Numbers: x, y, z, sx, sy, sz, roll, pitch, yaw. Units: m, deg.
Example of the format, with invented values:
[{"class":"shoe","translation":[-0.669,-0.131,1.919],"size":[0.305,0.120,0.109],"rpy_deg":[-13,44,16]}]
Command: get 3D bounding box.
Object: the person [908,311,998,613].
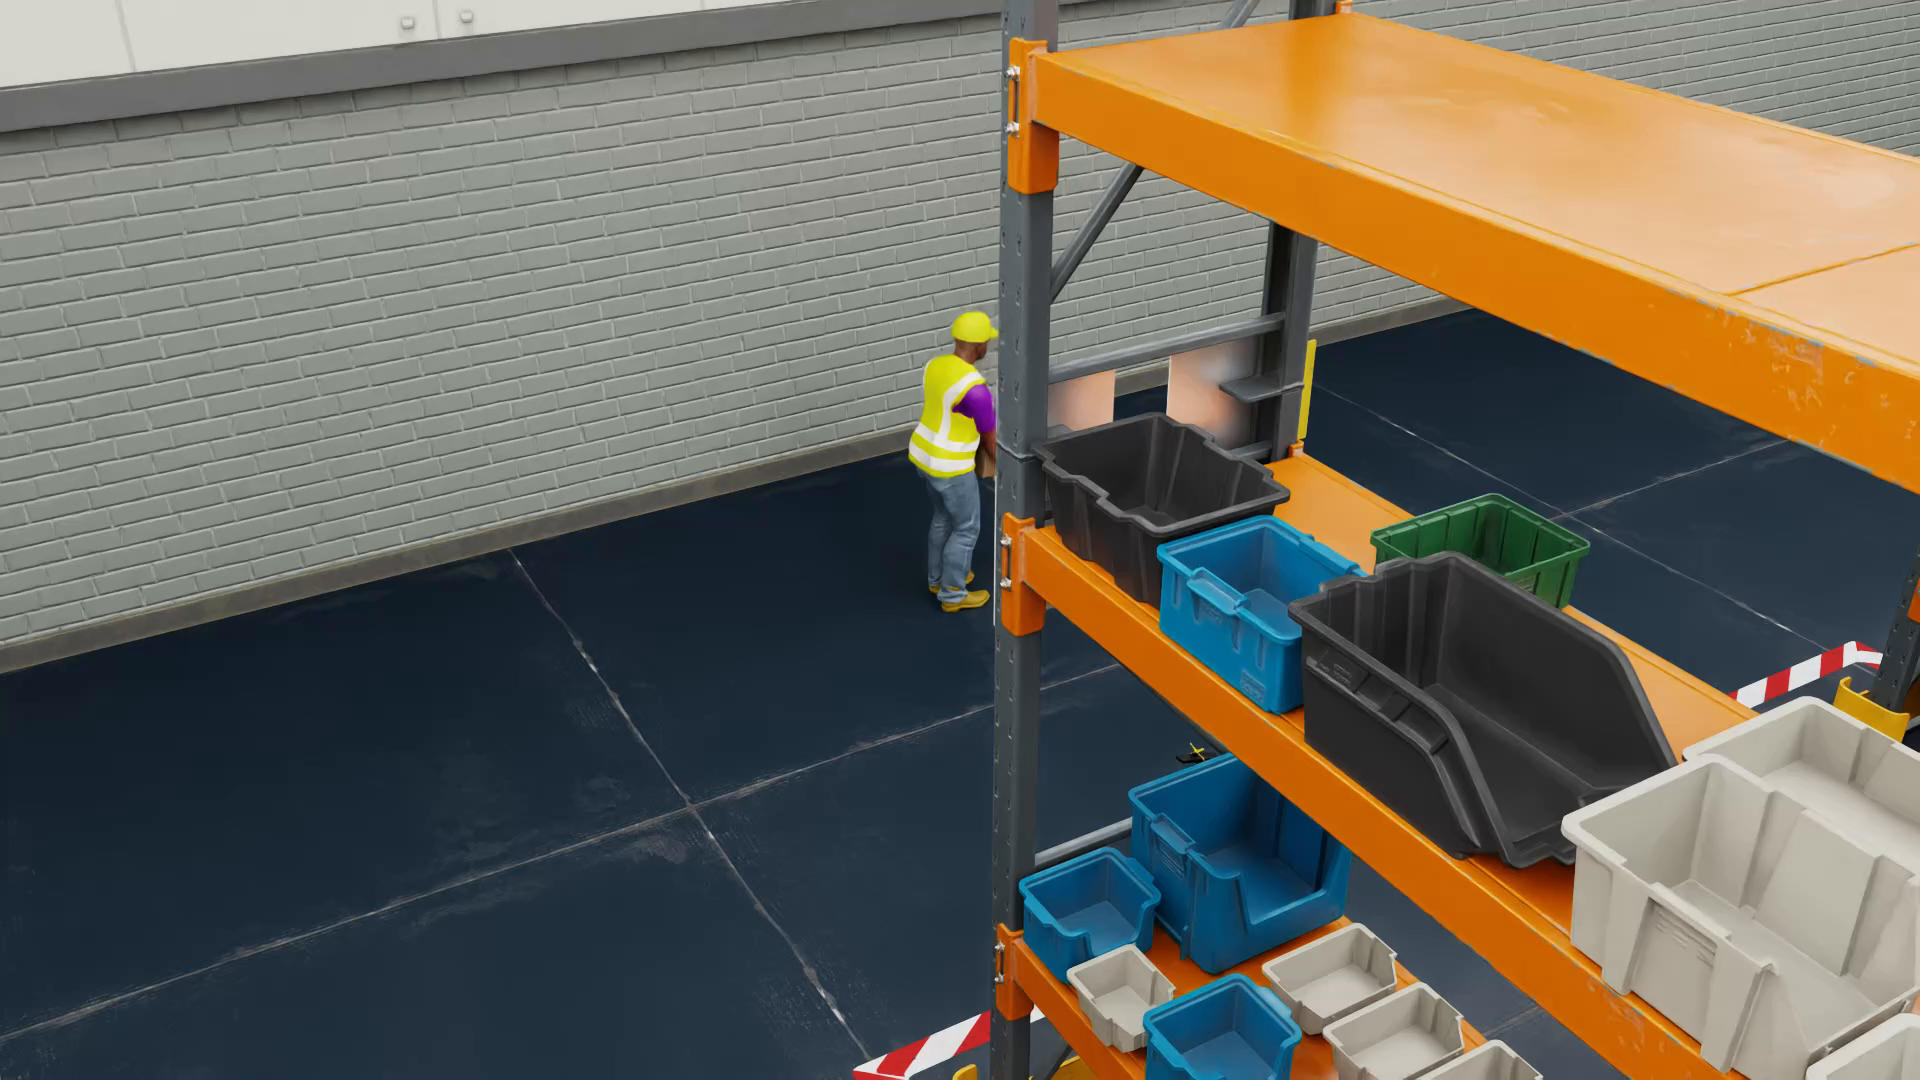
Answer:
[{"class":"person","translation":[0.014,-0.459,9.404],"size":[0.600,1.736,0.497],"rpy_deg":[-16,33,-27]}]
